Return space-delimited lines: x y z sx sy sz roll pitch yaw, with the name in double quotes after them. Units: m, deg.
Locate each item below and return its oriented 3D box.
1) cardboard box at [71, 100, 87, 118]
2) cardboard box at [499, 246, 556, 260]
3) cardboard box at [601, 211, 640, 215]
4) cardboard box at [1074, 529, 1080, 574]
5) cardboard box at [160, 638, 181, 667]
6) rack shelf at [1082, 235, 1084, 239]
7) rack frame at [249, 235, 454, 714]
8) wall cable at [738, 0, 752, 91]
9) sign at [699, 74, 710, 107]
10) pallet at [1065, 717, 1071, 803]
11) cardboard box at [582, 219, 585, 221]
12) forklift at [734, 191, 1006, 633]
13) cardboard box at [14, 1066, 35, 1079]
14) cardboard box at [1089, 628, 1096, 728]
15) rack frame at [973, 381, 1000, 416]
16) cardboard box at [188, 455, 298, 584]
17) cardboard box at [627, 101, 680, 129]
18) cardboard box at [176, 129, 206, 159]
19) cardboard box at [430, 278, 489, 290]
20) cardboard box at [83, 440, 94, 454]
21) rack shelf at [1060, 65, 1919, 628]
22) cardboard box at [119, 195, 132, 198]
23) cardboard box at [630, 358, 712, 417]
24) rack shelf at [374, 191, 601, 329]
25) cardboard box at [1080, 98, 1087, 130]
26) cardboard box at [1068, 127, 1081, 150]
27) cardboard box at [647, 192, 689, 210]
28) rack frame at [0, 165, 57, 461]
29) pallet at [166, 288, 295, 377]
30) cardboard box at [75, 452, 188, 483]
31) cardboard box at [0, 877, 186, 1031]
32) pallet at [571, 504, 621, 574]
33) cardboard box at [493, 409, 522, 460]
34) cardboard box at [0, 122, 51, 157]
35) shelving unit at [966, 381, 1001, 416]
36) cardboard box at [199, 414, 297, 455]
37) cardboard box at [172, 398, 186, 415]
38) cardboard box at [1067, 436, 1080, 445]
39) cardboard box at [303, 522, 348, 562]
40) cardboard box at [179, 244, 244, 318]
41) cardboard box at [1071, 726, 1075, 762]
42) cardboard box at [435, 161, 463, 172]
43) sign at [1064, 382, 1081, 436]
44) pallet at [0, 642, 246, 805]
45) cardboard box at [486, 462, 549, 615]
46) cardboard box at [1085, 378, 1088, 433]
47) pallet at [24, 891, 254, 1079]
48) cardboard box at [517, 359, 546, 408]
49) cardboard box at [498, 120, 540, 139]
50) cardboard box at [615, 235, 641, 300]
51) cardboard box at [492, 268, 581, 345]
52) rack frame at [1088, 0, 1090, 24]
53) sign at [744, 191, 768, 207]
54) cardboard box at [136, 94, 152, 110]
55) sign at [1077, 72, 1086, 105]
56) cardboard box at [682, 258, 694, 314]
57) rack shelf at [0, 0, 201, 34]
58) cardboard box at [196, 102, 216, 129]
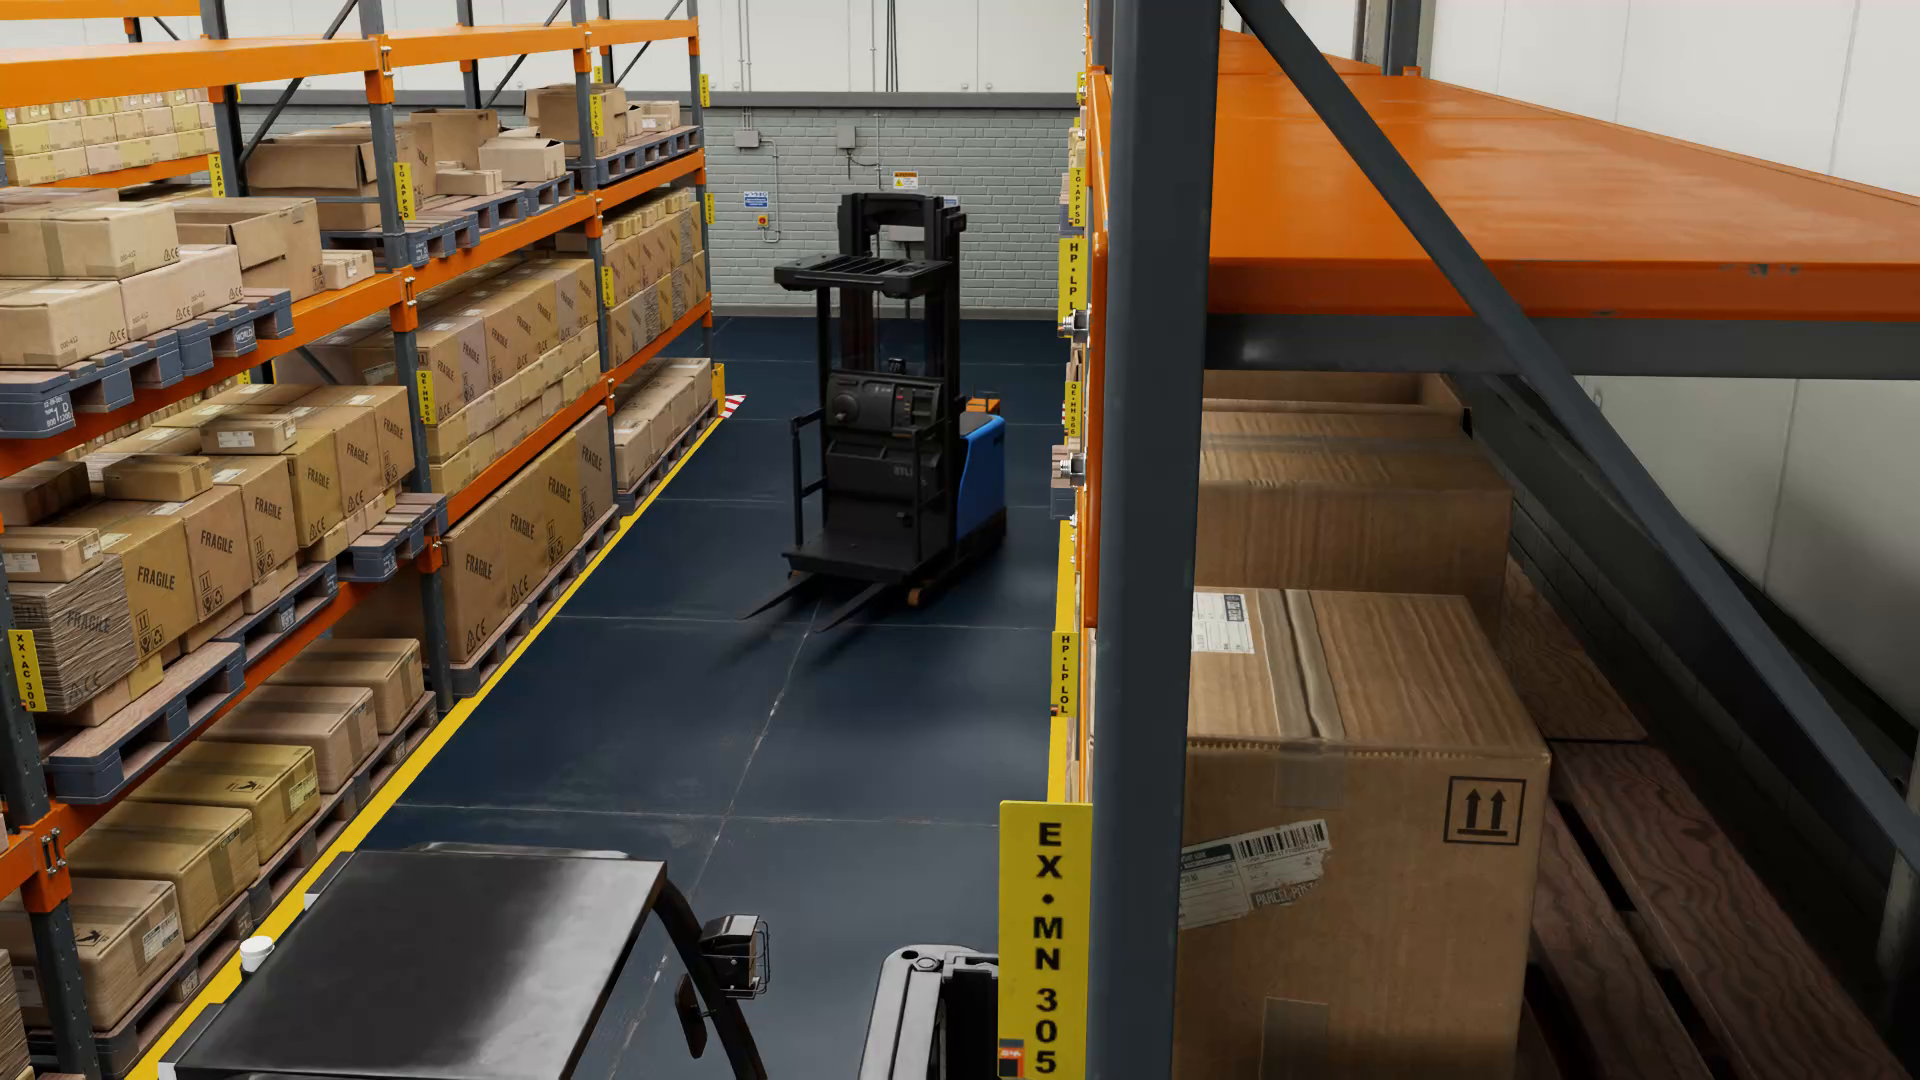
-8.066 -3.862 14.873 0.380 0.149 0.250 1 18 2 "cardboard box"
-3.702 -2.269 14.263 0.500 0.500 0.500 1 18 3 "cardboard box"
-3.138 -2.914 15.192 0.380 0.149 0.250 1 18 4 "cardboard box"
0.724 0.053 7.743 0.380 0.149 0.250 1 18 2 "cardboard box"
-3.709 0.479 7.372 0.380 0.149 0.250 2 18 7 "cardboard box"
1.347 -1.946 11.383 1.077 0.370 4.000 1 18 4 "rack shelf"
-3.747 -0.351 10.177 1.000 3.000 0.127 1 18 4 "rack frame"
-3.047 -7.459 22.236 0.463 3.000 0.029 1 18 4 "wall cable"
-2.634 -4.628 17.117 0.100 0.325 0.005 1 18 4 "sign"
1.106 1.339 9.499 1.003 0.211 1.213 1 18 4 "pallet"
-3.601 -2.923 15.217 0.380 0.149 0.250 1 18 3 "cardboard box"
-0.664 -1.029 12.357 1.130 2.935 3.031 8 20 22 "forklift"
-3.809 2.188 6.170 0.500 0.250 0.500 2 18 6 "cardboard box"
0.405 0.292 2.779 0.396 0.266 0.258 1 18 4 "cardboard box"
0.226 -0.776 14.365 0.240 1.200 0.015 4 19 12 "rack frame"
-3.604 -0.105 8.113 0.500 0.500 0.500 1 18 2 "cardboard box"
-3.116 -4.295 16.802 0.500 0.250 0.500 0 18 -1 "cardboard box"
-7.917 -3.963 16.624 0.500 0.250 0.500 1 18 4 "cardboard box"
-3.826 -1.671 12.440 0.500 0.500 0.500 1 18 3 "cardboard box"
-8.132 -0.845 15.110 0.380 0.149 0.250 1 18 4 "cardboard box"
0.774 -0.697 3.395 1.077 0.370 4.000 1 18 4 "rack shelf"
-8.505 -3.127 16.406 0.500 0.500 0.500 1 18 3 "cardboard box"
-3.122 -1.610 17.461 0.875 0.438 0.875 1 18 2 "cardboard box"
-3.604 -2.056 11.718 1.077 0.370 4.000 1 18 4 "rack shelf"
1.121 -3.289 12.752 0.396 0.266 0.258 1 18 3 "cardboard box"
1.032 -3.095 12.825 0.380 0.149 0.250 2 18 6 "cardboard box"
-2.929 -3.389 16.641 0.380 0.149 0.250 1 18 3 "cardboard box"
-8.405 -1.672 14.210 1.000 3.000 0.127 1 18 4 "rack frame"
-3.812 -0.956 7.509 1.213 0.211 1.003 1 18 4 "pallet"
-4.116 -0.123 8.167 0.500 0.500 0.500 1 18 2 "cardboard box"
-3.999 1.778 7.227 0.950 0.372 0.625 2 18 5 "cardboard box"
-3.441 -0.027 13.666 1.003 0.211 1.213 1 18 4 "pallet"
-3.399 -0.749 11.632 0.500 0.250 0.500 2 18 6 "cardboard box"
-8.131 -3.408 14.128 0.500 0.250 0.500 2 18 6 "cardboard box"
0.171 -0.702 14.139 0.258 1.200 0.503 4 19 12 "shelving unit"
-3.583 -0.533 8.379 0.380 0.149 0.250 0 18 1 "cardboard box"
-7.968 -1.329 16.588 0.380 0.149 0.250 2 18 7 "cardboard box"
0.956 -0.705 10.822 0.500 0.250 0.500 0 18 1 "cardboard box"
-3.488 0.004 8.823 0.380 0.149 0.250 2 18 5 "cardboard box"
-3.543 -1.149 7.363 0.500 0.250 0.500 1 18 3 "cardboard box"
0.692 0.910 6.570 0.500 0.250 0.500 2 18 5 "cardboard box"
-3.901 -2.722 12.297 0.380 0.166 0.250 0 18 0 "cardboard box"
0.662 -0.763 9.702 0.100 0.325 0.005 1 18 4 "sign"
-3.834 0.748 7.130 1.003 0.211 1.213 1 18 4 "pallet"
-3.547 -0.030 11.937 0.875 0.875 0.875 2 18 5 "cardboard box"
0.582 -0.420 5.137 0.380 0.149 0.250 2 18 5 "cardboard box"
-3.980 1.975 7.558 1.003 0.211 1.213 1 18 4 "pallet"
-3.329 -1.141 12.027 0.500 0.250 0.500 2 18 5 "cardboard box"
-3.734 -3.407 14.068 0.396 0.266 0.258 2 18 6 "cardboard box"
-3.143 -2.415 14.710 0.500 0.500 0.500 1 18 3 "cardboard box"
-3.272 -1.811 12.866 0.500 0.500 0.500 2 18 5 "cardboard box"
1.490 -4.335 12.700 1.000 3.000 0.127 1 18 4 "rack frame"
-2.837 -4.736 23.125 0.327 0.218 0.001 1 18 4 "sign"
-7.973 -4.189 15.871 0.380 0.149 0.250 2 18 5 "cardboard box"
1.236 -4.579 16.859 0.100 0.325 0.005 1 18 4 "sign"
-2.996 -2.572 16.794 0.500 0.500 0.500 1 18 3 "cardboard box"
-8.262 -4.801 15.284 1.077 0.370 4.000 1 18 4 "rack shelf"
-7.898 -4.358 17.026 0.500 0.250 0.500 1 18 2 "cardboard box"
